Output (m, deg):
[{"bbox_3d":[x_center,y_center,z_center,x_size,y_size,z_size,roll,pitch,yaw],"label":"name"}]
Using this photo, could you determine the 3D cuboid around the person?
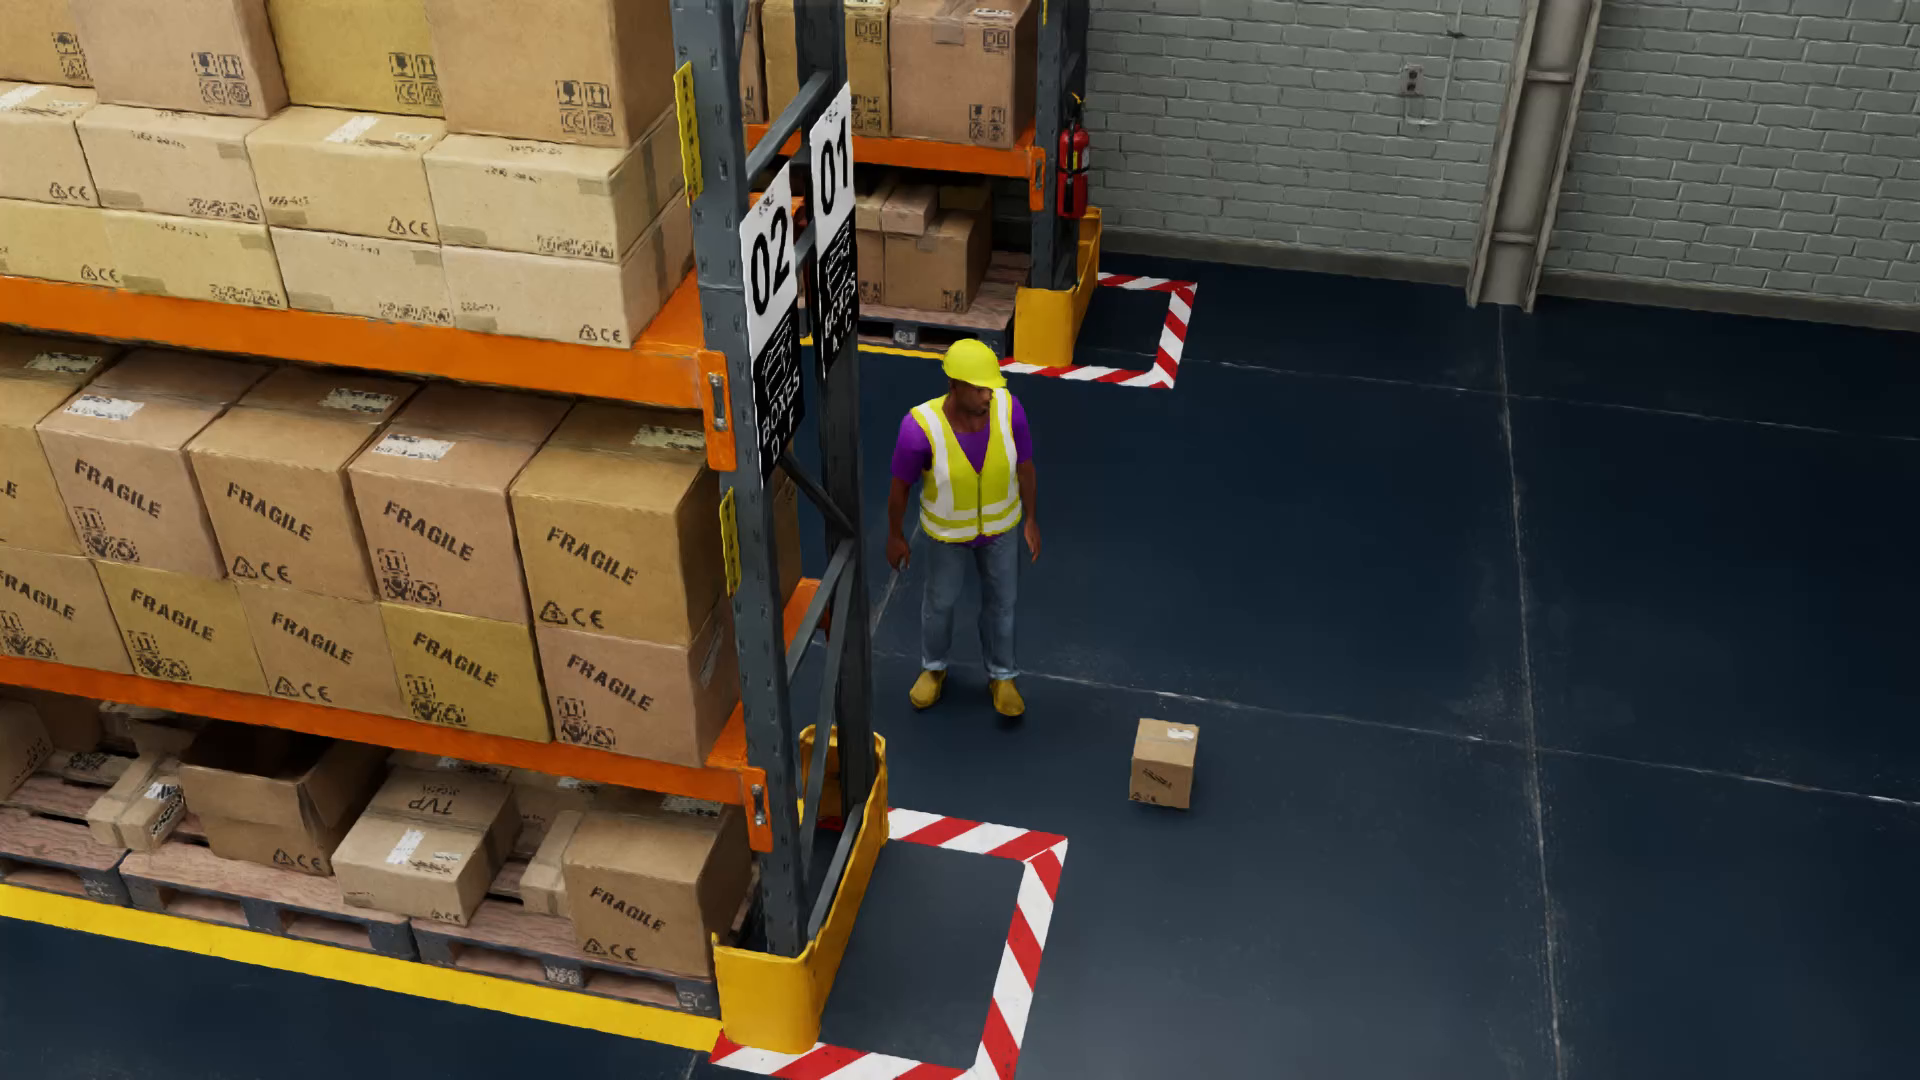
[{"bbox_3d":[0.030,-0.009,6.923,0.650,1.761,0.521,-10,37,-13],"label":"person"}]
